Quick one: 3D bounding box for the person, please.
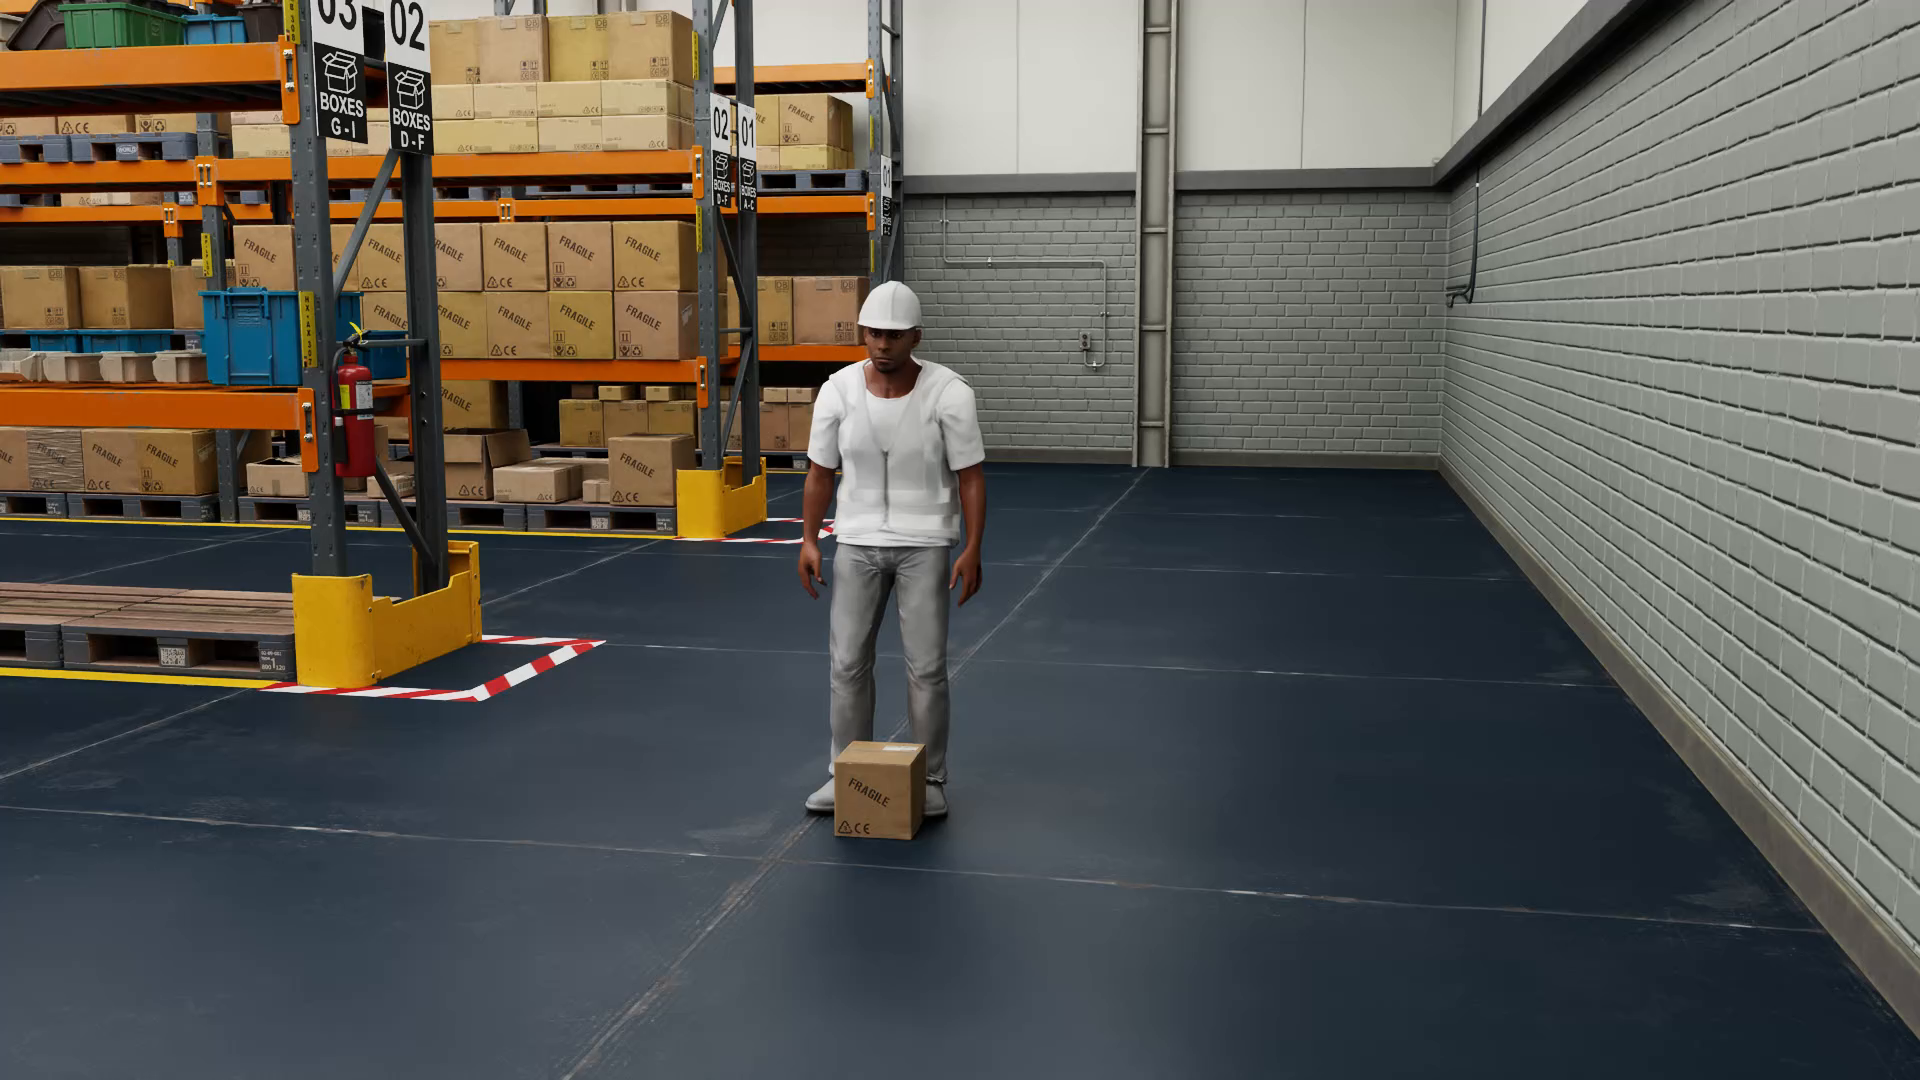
[{"bbox_3d":[-0.228,0.032,5.517,0.628,1.761,0.457,2,8,12],"label":"person"}]
